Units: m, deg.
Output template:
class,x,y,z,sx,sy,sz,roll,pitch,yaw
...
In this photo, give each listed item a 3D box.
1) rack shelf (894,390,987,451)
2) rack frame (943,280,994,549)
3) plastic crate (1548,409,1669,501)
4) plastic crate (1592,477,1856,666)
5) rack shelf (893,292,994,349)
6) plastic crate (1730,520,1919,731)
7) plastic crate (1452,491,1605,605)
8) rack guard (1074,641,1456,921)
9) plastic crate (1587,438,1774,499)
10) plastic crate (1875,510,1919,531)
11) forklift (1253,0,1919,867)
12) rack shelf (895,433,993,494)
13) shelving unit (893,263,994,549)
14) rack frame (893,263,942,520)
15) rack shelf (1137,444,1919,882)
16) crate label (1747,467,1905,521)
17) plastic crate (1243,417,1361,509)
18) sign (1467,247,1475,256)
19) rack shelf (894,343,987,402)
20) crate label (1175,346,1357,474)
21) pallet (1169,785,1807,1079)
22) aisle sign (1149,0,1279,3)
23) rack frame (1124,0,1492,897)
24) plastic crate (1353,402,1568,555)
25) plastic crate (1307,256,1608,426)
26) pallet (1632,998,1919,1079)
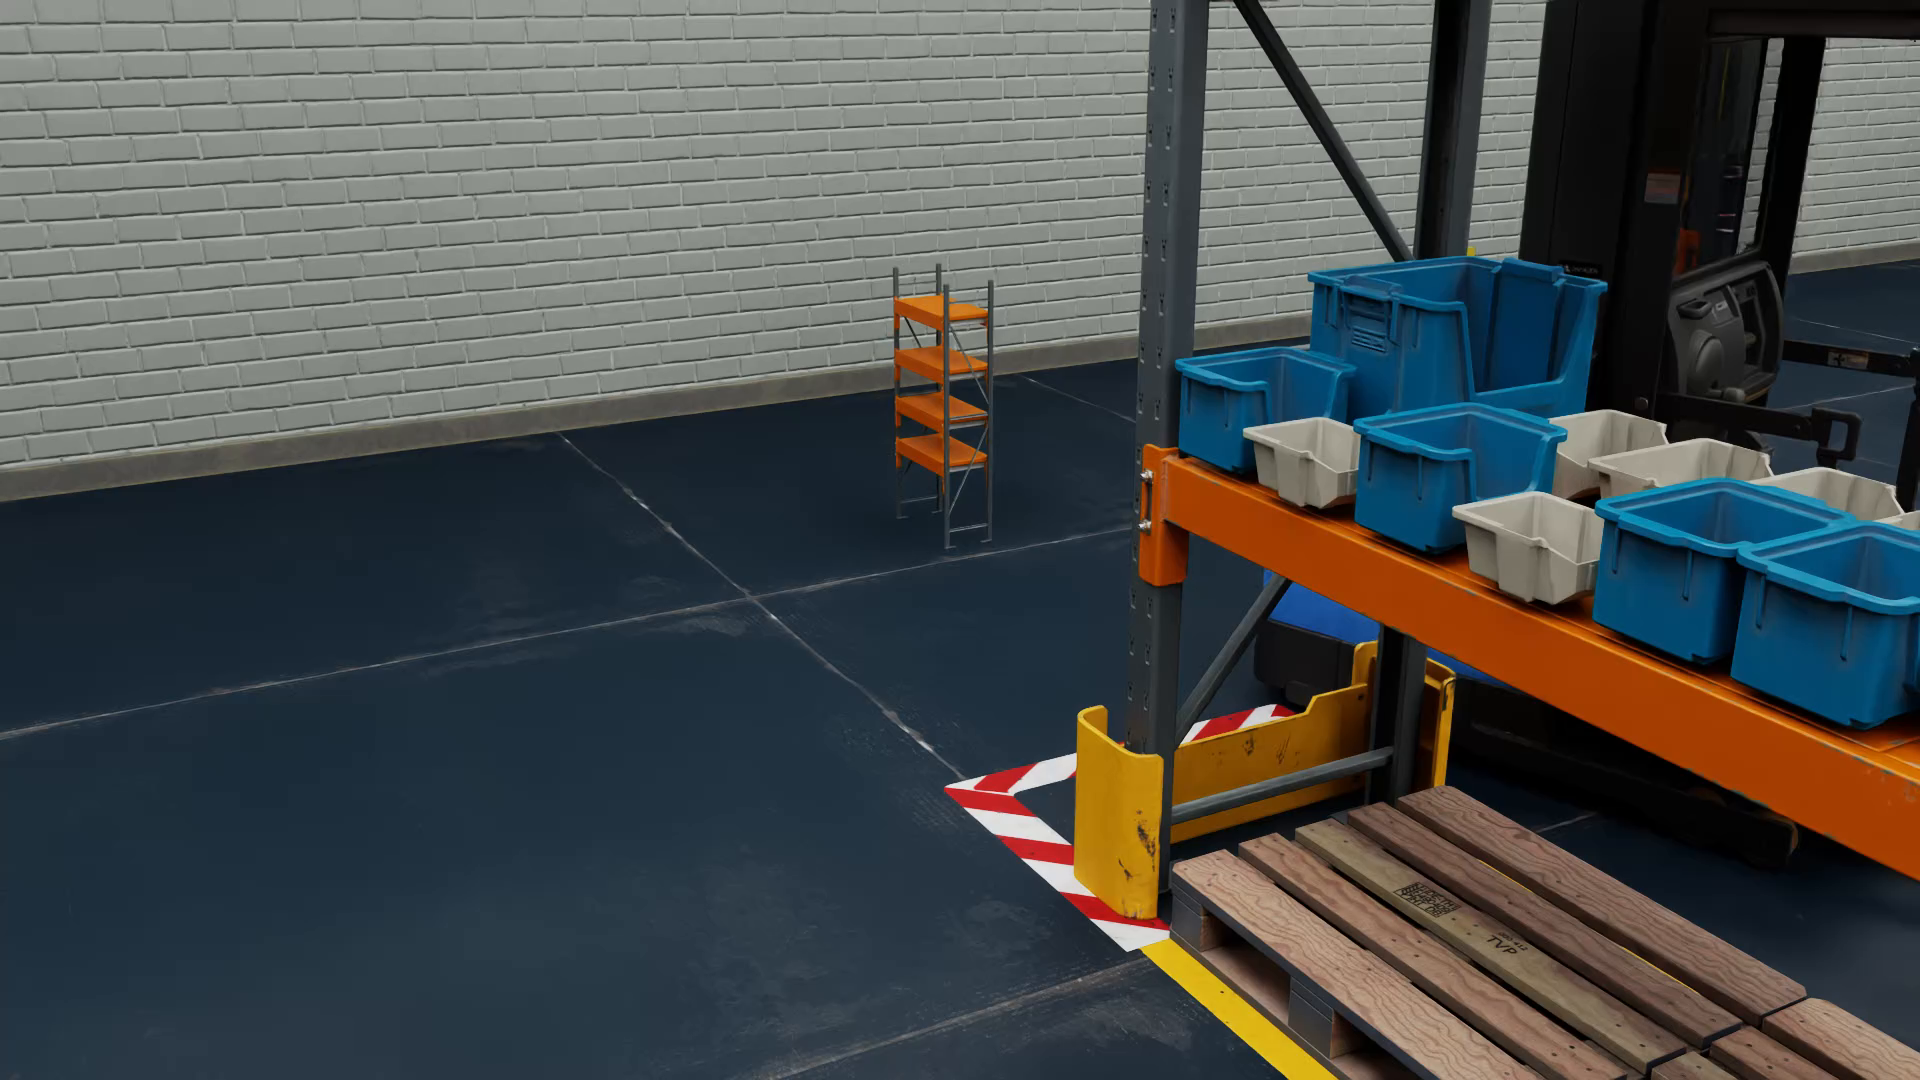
class,x,y,z,sx,sy,sz,roll,pitch,yaw
rack shelf,-0.079,-0.551,7.595,0.258,0.148,0.480,-10,21,-27
rack frame,0.037,-0.545,7.370,0.240,1.200,0.015,-10,21,-27
plastic crate,1.472,-0.192,3.902,0.396,0.136,0.243,-10,21,-27
plastic crate,1.378,0.056,3.035,0.416,0.233,0.300,-10,21,-27
rack shelf,-0.079,-0.986,7.445,0.258,0.148,0.480,-10,21,-27
plastic crate,1.520,0.142,2.786,0.416,0.233,0.300,-10,21,-27
plastic crate,1.154,0.023,3.278,0.250,0.136,0.298,-10,21,-27
rack guard,0.902,0.682,4.888,1.175,0.500,0.348,-10,21,-27
plastic crate,1.597,-0.107,3.655,0.396,0.136,0.243,-10,21,-27
plastic crate,1.907,0.051,3.196,0.298,0.136,0.250,-10,21,-27
forklift,2.490,-0.624,4.945,3.031,2.935,1.130,16,25,39
rack shelf,-0.079,-0.363,7.660,0.258,0.148,0.480,-10,21,-27
shelving unit,-0.079,-0.615,7.573,0.258,1.200,0.503,-10,21,-27
rack frame,-0.194,-0.685,7.776,0.240,1.200,0.015,-10,21,-27
rack shelf,1.875,0.420,2.920,1.077,0.370,4.000,-10,21,-27
crate label,1.750,-0.031,3.434,0.396,0.136,0.243,-10,21,-27
plastic crate,0.832,-0.172,3.842,0.250,0.136,0.298,-10,21,-27
sign,1.401,-0.662,4.700,0.100,0.325,0.005,-10,21,-27
rack shelf,-0.079,-0.763,7.522,0.258,0.148,0.480,-10,21,-27
crate label,0.753,-0.322,4.131,0.416,0.233,0.303,-10,21,-27
pallet,1.282,1.066,4.218,1.003,0.211,1.213,-10,21,-27
aisle sign,0.629,-1.698,3.969,0.394,0.787,0.004,-10,21,-27
rack frame,0.925,-0.495,4.466,1.000,3.000,0.127,-10,21,-27
plastic crate,1.065,-0.133,3.583,0.416,0.233,0.300,-10,21,-27
plastic crate,1.248,-0.473,4.256,0.616,0.435,0.499,-10,21,-27
pallet,1.858,1.416,3.204,1.003,0.211,1.213,-10,21,-27
